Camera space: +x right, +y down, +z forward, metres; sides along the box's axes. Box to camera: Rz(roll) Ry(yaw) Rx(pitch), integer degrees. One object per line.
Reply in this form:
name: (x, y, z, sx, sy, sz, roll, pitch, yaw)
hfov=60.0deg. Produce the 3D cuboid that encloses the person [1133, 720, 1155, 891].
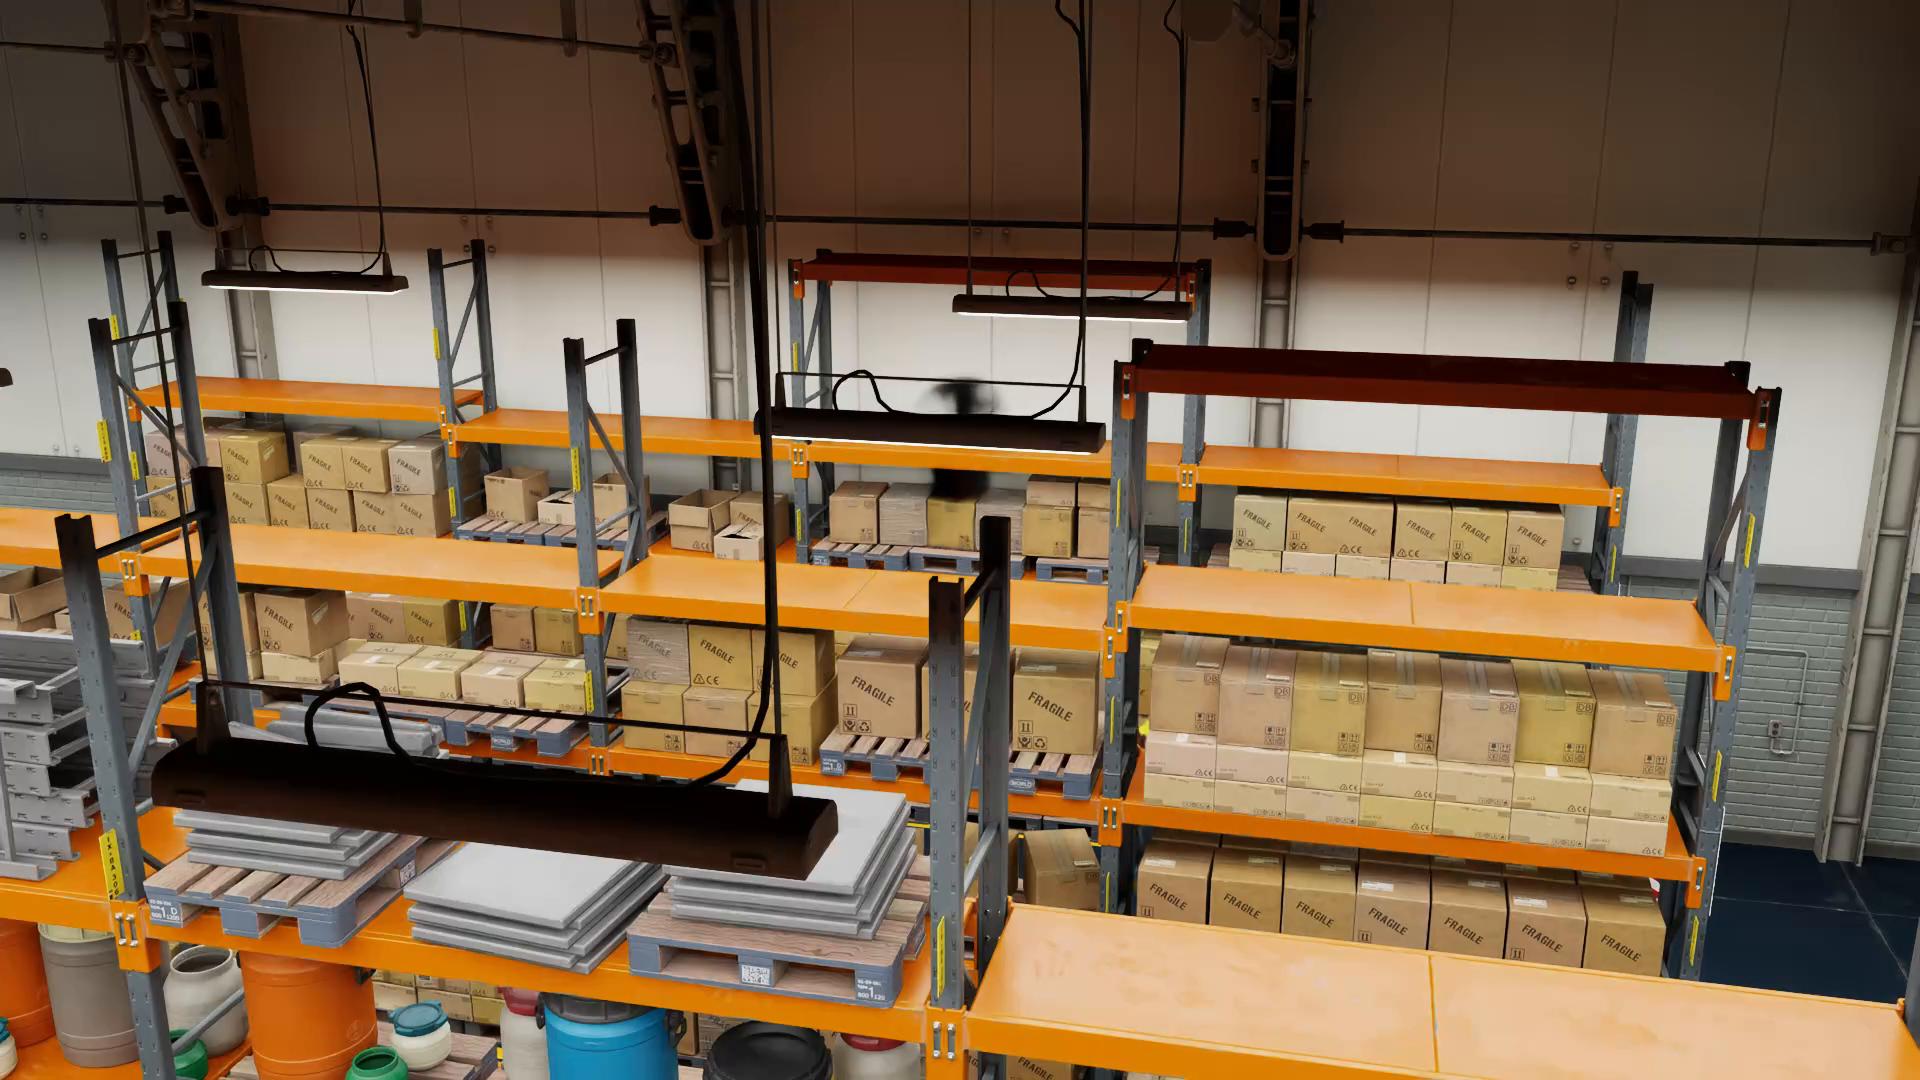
person: (1.767, 2.562, 15.810, 0.727, 1.847, 0.672, 1, 16, 3)
